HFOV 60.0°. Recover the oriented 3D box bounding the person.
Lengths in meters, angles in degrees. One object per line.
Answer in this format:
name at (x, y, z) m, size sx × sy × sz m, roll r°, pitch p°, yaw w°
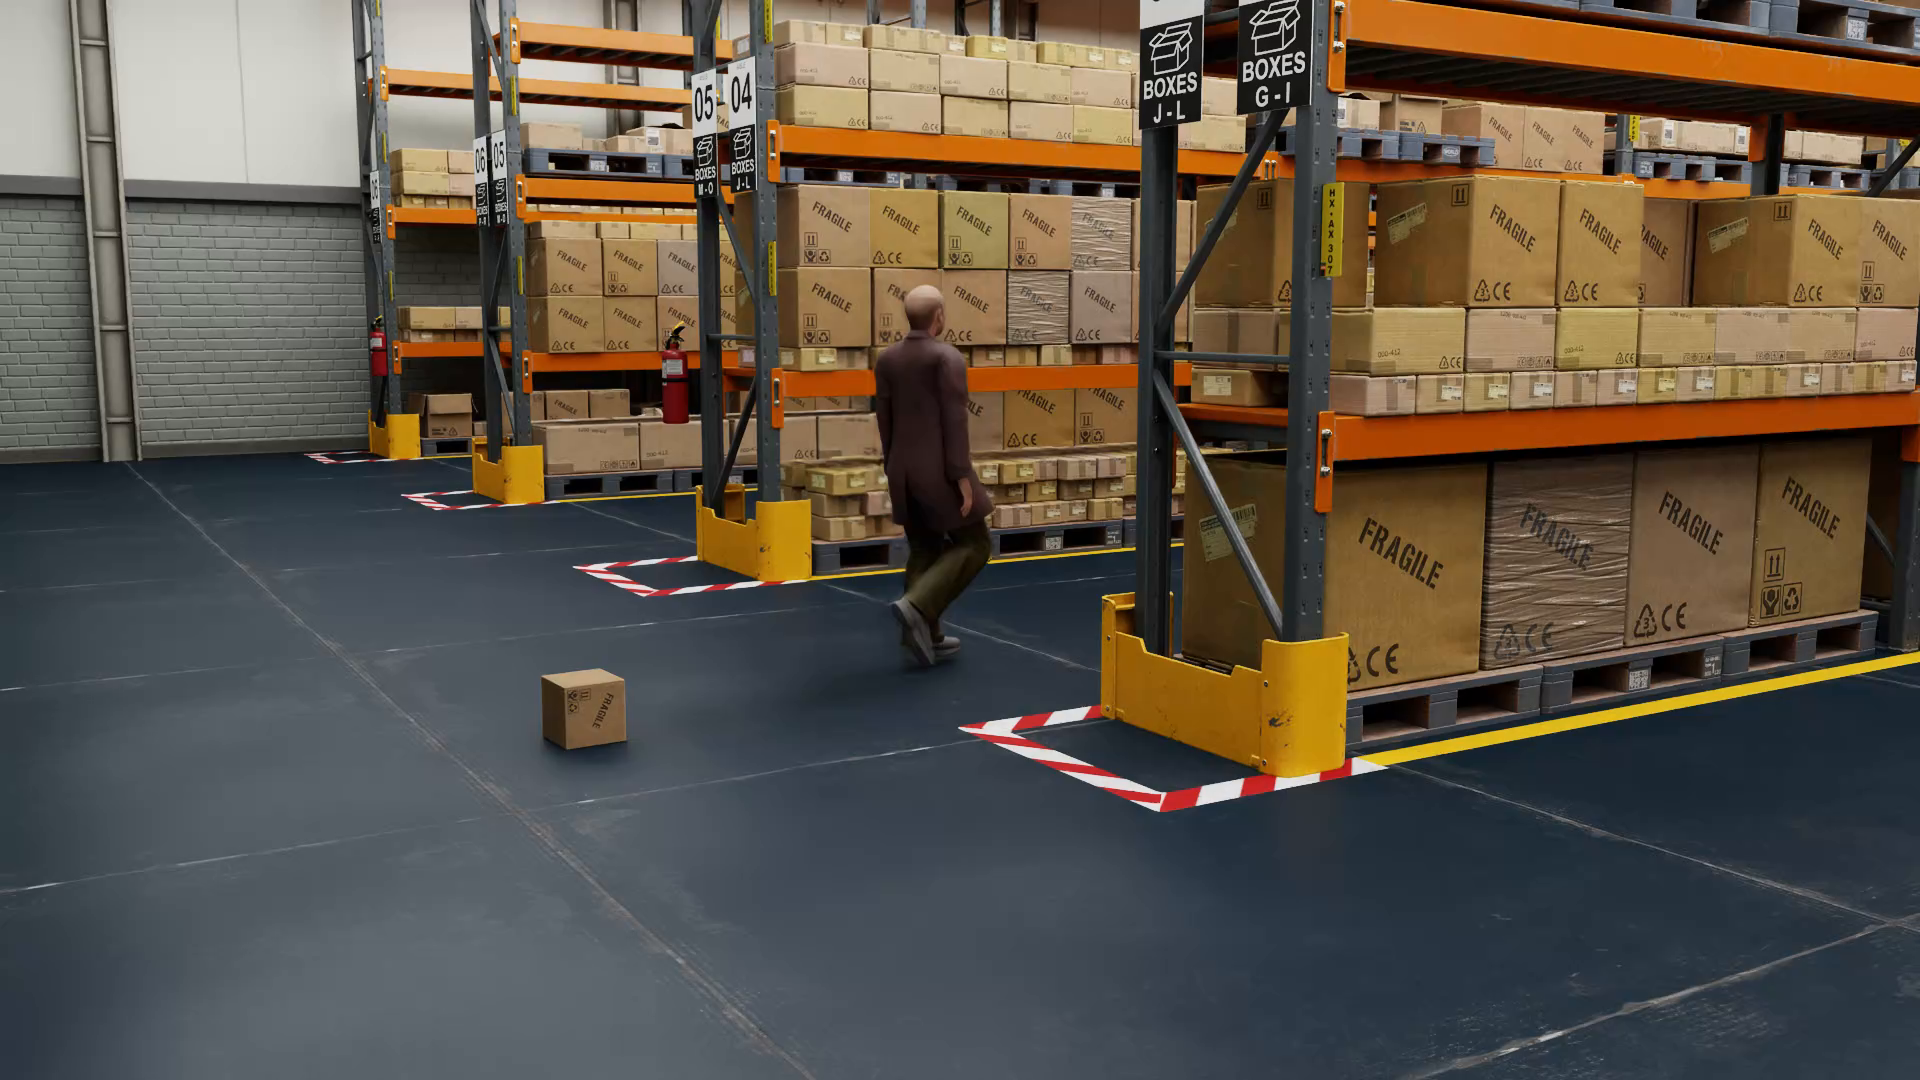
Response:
person at (-0.159, -0.298, 7.772) m, size 0.608 × 1.768 × 0.577 m, roll 7°, pitch 11°, yaw 42°
